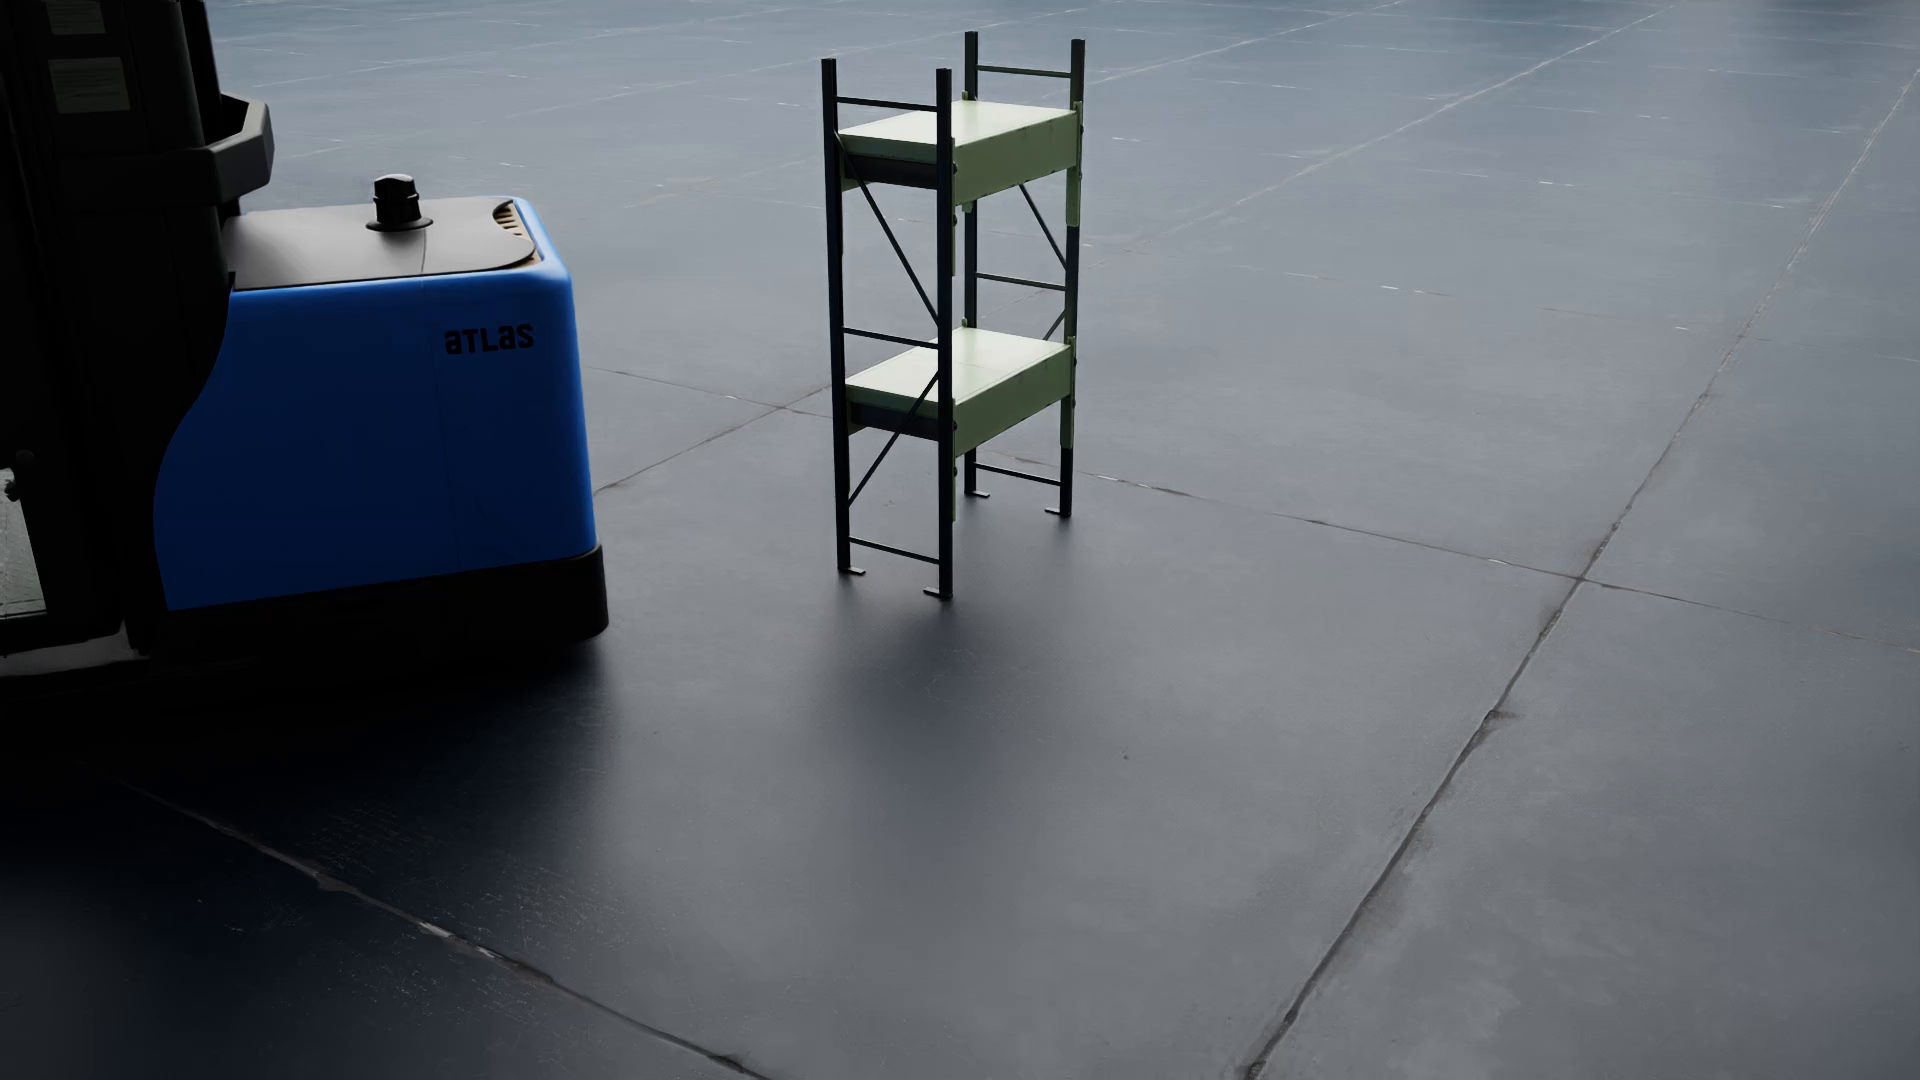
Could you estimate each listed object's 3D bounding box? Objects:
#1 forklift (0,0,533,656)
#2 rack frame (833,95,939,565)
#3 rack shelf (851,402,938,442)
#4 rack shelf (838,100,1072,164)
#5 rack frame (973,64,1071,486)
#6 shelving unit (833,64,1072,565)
[{"bbox_3d":[-2.535,-1.020,3.916,3.031,2.935,1.109,-8,25,-18],"label":"forklift"},{"bbox_3d":[-0.195,-0.562,4.661,0.380,1.308,0.010,14,27,29],"label":"rack frame"},{"bbox_3d":[-0.004,-0.452,5.048,0.332,0.071,0.664,14,27,29],"label":"rack shelf"},{"bbox_3d":[-0.003,-1.167,4.739,0.368,0.052,0.686,14,27,29],"label":"rack shelf"},{"bbox_3d":[0.191,-0.809,5.232,0.380,1.308,0.010,14,27,29],"label":"rack frame"},{"bbox_3d":[-0.002,-0.686,4.946,0.380,1.308,0.742,14,27,29],"label":"shelving unit"}]
